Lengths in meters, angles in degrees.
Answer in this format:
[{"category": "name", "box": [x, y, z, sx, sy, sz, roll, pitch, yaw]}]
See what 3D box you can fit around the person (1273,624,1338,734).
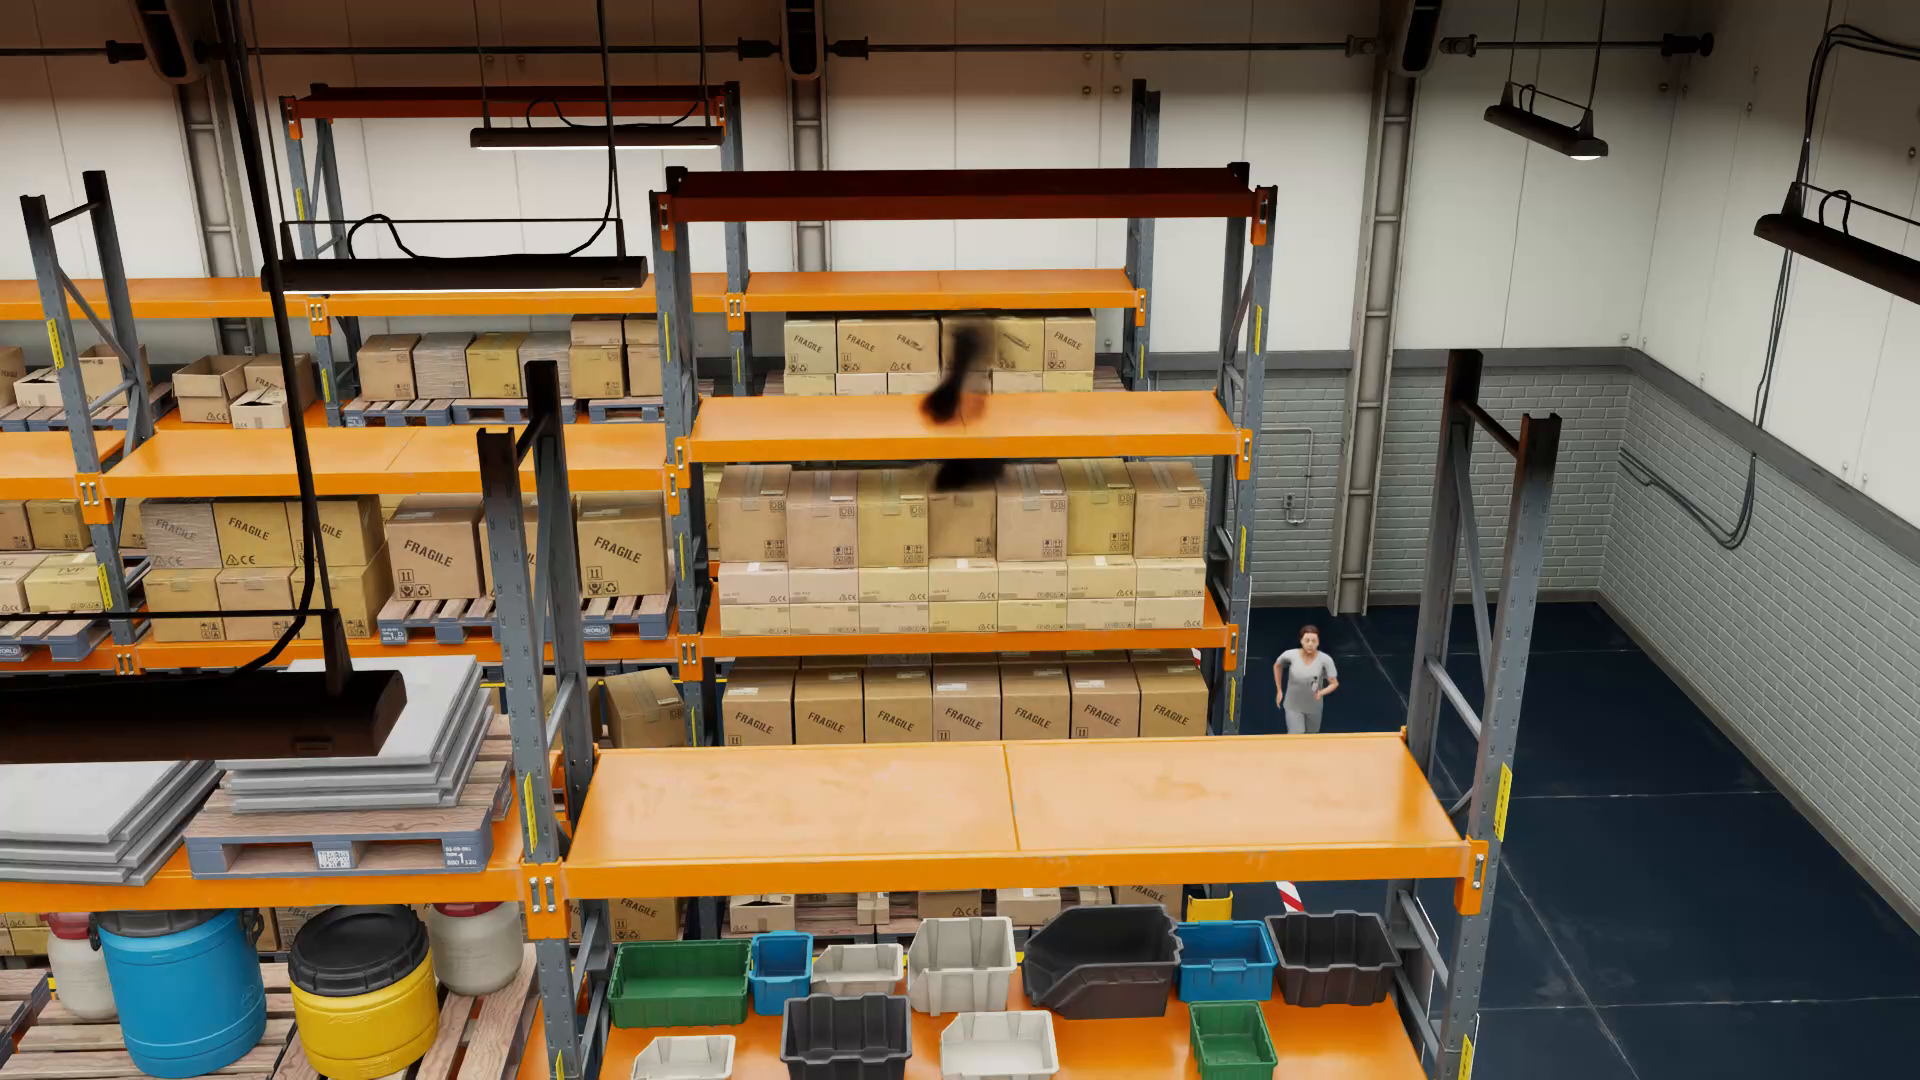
[{"category": "person", "box": [3.134, 1.513, 15.171, 0.558, 1.649, 0.907, 1, 22, 3]}]
